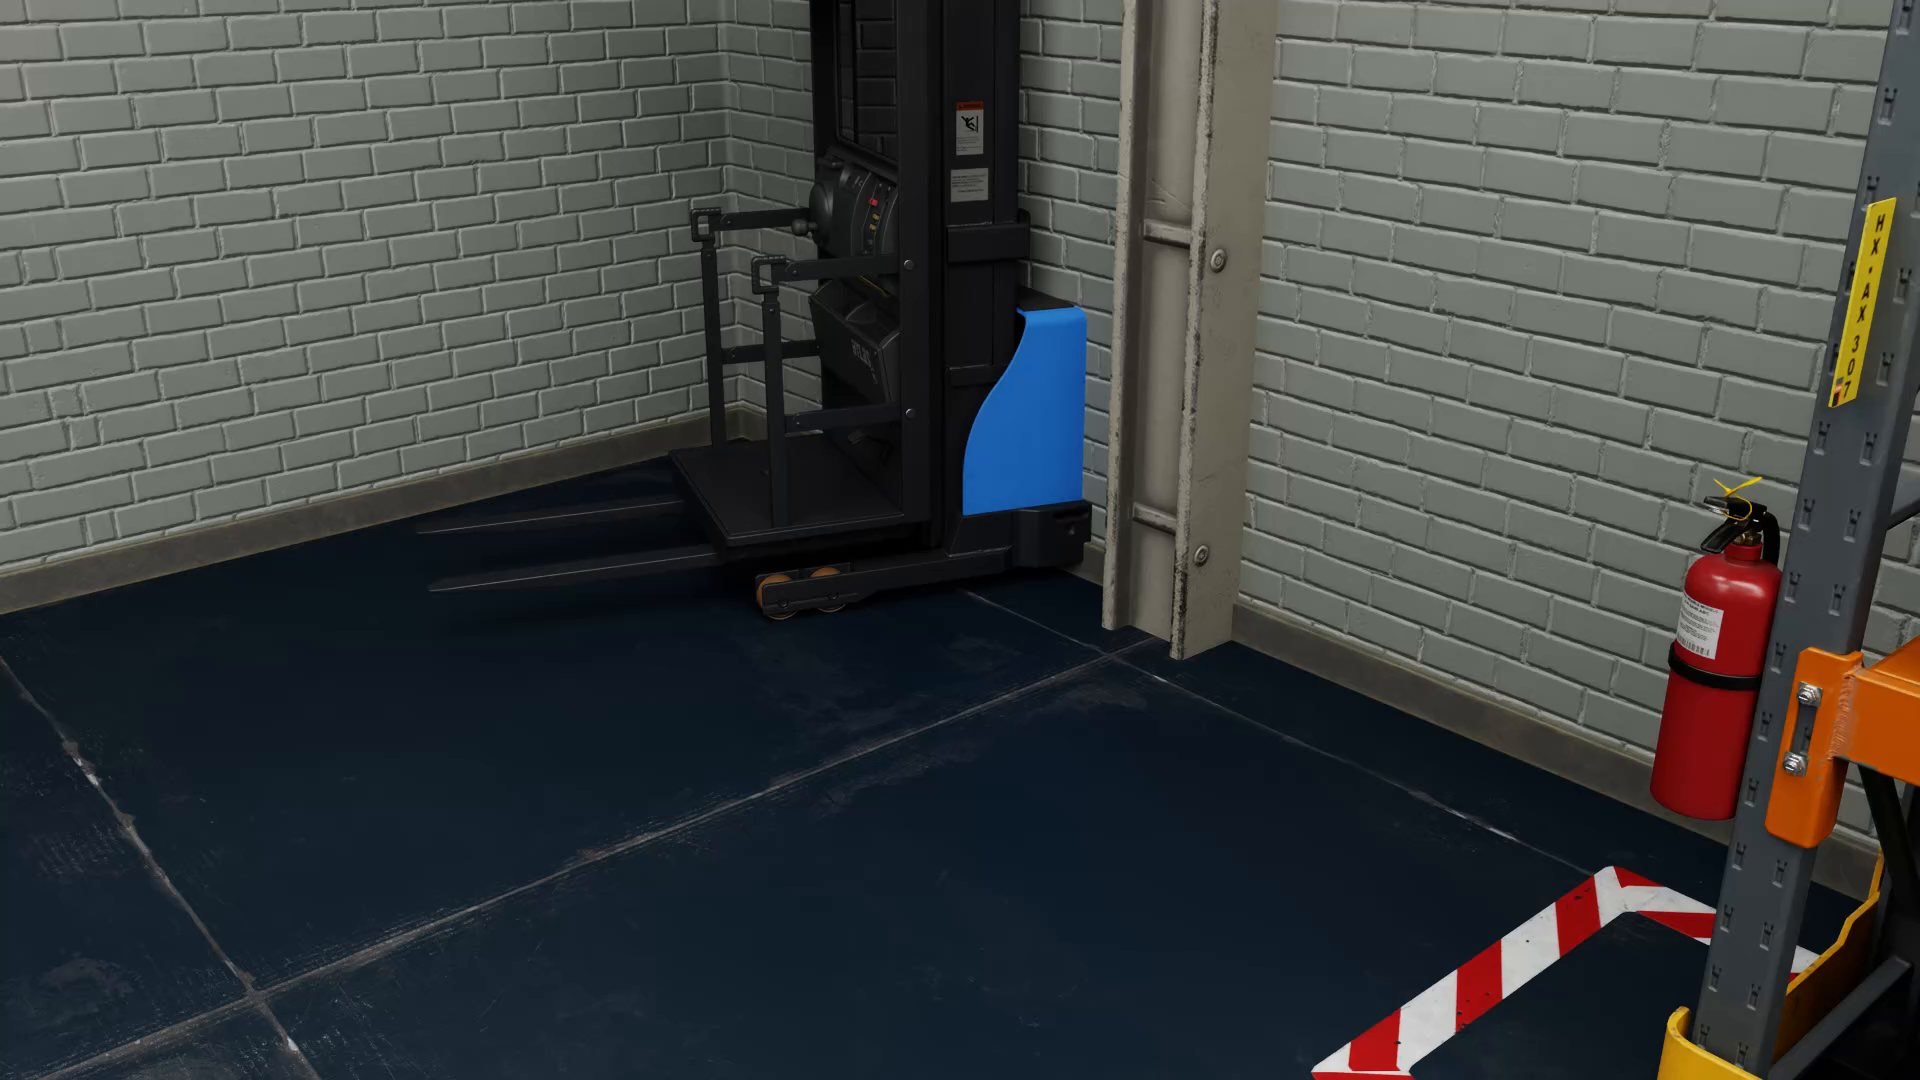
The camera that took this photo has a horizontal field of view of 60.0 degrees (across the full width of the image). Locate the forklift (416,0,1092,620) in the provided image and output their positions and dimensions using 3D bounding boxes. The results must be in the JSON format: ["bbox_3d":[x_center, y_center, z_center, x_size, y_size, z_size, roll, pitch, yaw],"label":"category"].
[{"bbox_3d":[-0.590,-1.284,6.243,3.031,2.935,1.130,-8,23,-19],"label":"forklift"}]

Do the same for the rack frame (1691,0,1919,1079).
[{"bbox_3d":[1.845,-0.101,3.128,1.000,3.000,0.127,-17,27,-37],"label":"rack frame"}]

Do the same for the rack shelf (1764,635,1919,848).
[{"bbox_3d":[3.150,0.787,1.848,1.077,0.370,4.000,-17,27,-37],"label":"rack shelf"}]

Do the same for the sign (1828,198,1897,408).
[{"bbox_3d":[1.434,-0.375,2.640,0.100,0.325,0.005,-17,27,-37],"label":"sign"}]

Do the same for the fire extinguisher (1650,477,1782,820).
[{"bbox_3d":[1.398,0.178,3.033,0.296,0.674,0.183,-17,27,-37],"label":"fire extinguisher"}]

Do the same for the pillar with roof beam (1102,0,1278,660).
[{"bbox_3d":[-2.494,-2.829,1.867,9.100,9.000,0.400,-17,27,-37],"label":"pillar with roof beam"}]

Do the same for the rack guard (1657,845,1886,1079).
[{"bbox_3d":[1.894,1.084,3.530,1.175,0.500,0.348,-17,27,-37],"label":"rack guard"}]
